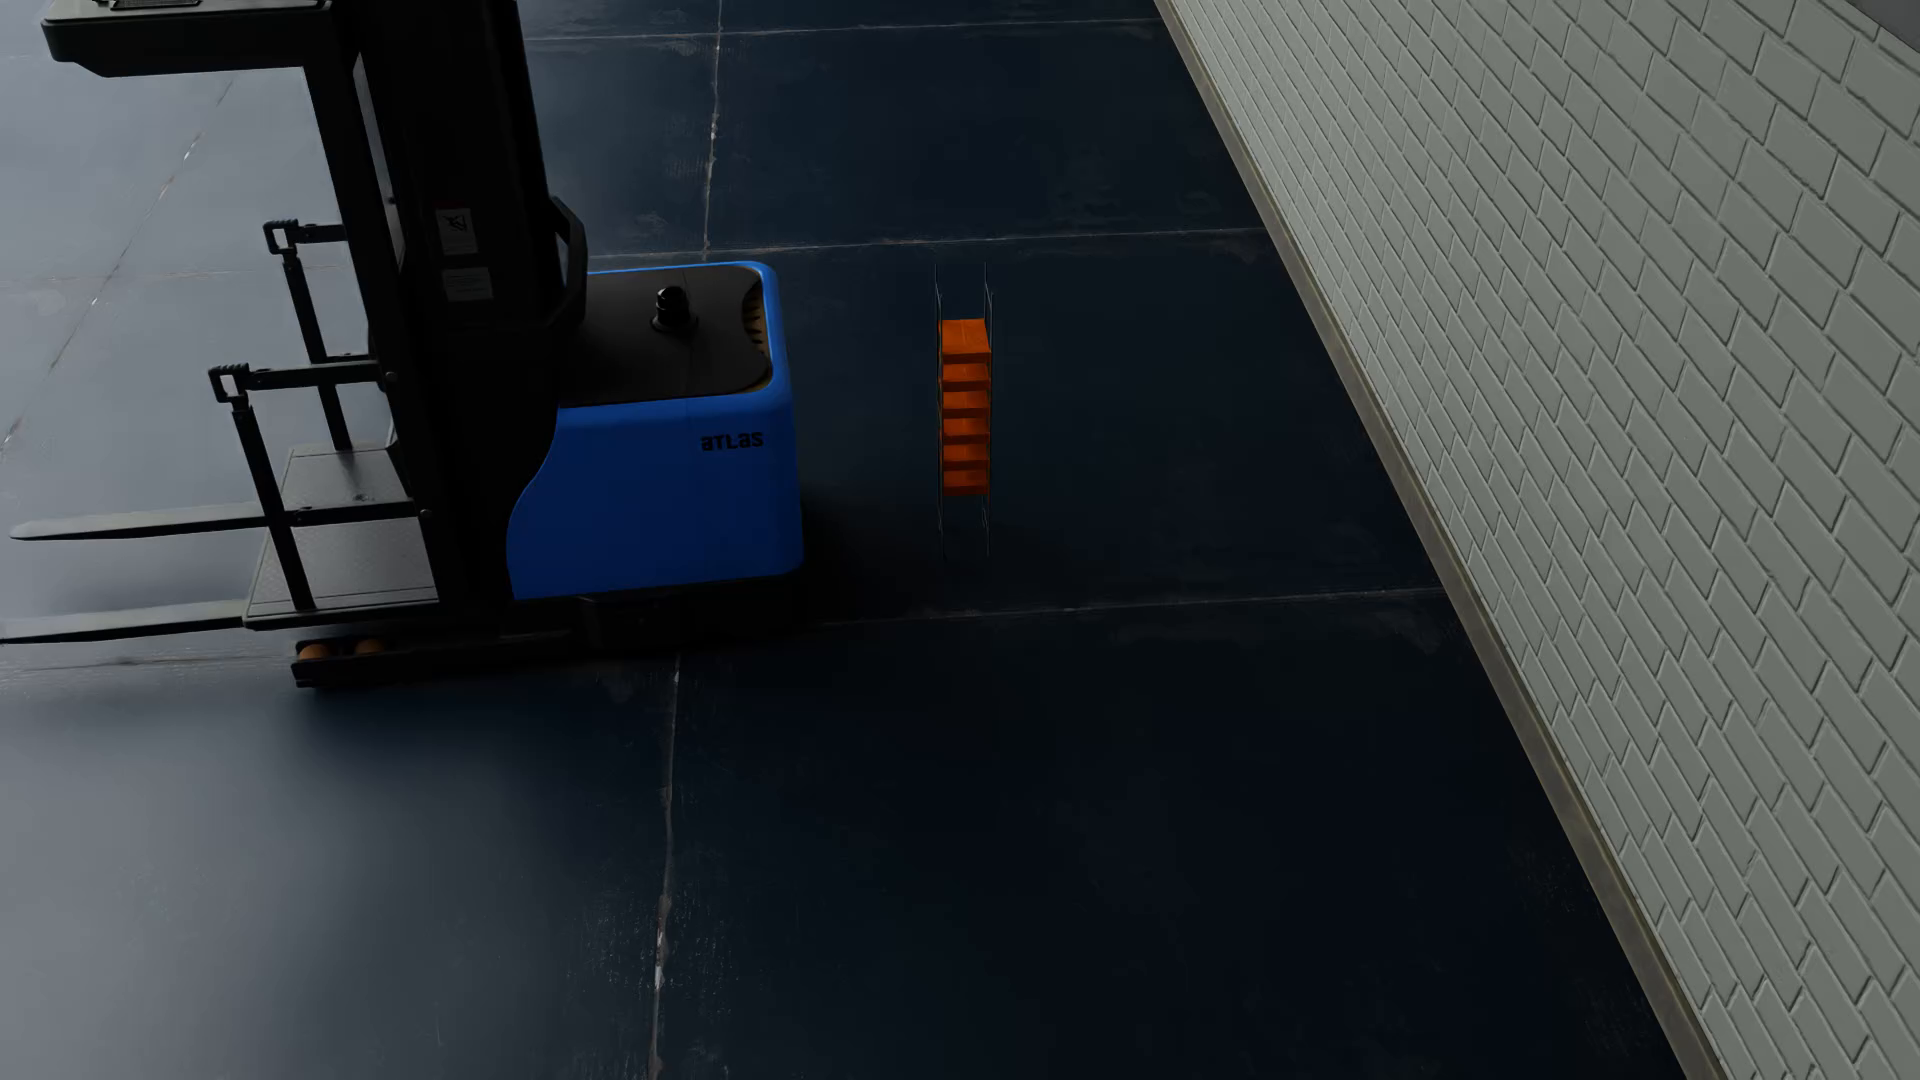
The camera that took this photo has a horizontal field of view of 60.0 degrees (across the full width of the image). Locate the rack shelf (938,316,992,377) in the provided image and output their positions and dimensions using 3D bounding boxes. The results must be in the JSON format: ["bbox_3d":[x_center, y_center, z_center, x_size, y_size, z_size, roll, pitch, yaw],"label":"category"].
[{"bbox_3d":[0.014,-0.720,6.184,0.180,0.103,0.258,-3,38,-4],"label":"rack shelf"}]

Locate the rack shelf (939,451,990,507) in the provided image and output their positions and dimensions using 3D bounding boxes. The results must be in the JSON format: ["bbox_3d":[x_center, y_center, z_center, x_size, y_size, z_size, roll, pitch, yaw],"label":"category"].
[{"bbox_3d":[0.014,-0.249,6.556,0.180,0.103,0.258,-3,38,-4],"label":"rack shelf"}]

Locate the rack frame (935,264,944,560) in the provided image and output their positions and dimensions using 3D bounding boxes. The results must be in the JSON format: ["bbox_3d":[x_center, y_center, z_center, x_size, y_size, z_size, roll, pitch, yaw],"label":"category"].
[{"bbox_3d":[-0.077,-0.467,6.373,0.006,1.200,0.240,-3,38,-4],"label":"rack frame"}]

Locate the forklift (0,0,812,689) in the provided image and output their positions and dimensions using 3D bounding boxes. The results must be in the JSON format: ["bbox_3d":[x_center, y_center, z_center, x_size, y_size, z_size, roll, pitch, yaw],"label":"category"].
[{"bbox_3d":[-2.125,-0.960,5.601,3.031,2.935,1.130,-5,39,-7],"label":"forklift"}]

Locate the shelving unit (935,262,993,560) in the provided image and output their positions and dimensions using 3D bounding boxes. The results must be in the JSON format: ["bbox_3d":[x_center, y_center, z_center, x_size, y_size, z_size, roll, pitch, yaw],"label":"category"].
[{"bbox_3d":[0.014,-0.472,6.379,0.189,1.200,0.258,-3,38,-4],"label":"shelving unit"}]

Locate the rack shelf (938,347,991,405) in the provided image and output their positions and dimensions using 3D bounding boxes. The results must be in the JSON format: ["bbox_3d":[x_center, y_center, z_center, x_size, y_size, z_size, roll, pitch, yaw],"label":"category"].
[{"bbox_3d":[0.014,-0.625,6.258,0.180,0.103,0.258,-3,38,-4],"label":"rack shelf"}]

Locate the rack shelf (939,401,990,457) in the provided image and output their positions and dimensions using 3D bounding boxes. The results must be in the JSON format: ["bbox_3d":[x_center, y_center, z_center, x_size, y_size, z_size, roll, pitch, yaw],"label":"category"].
[{"bbox_3d":[0.014,-0.437,6.407,0.180,0.103,0.258,-3,38,-4],"label":"rack shelf"}]

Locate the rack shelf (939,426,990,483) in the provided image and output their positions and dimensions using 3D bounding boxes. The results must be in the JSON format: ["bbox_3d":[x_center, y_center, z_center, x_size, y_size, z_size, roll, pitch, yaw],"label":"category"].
[{"bbox_3d":[0.014,-0.343,6.481,0.180,0.103,0.258,-3,38,-4],"label":"rack shelf"}]

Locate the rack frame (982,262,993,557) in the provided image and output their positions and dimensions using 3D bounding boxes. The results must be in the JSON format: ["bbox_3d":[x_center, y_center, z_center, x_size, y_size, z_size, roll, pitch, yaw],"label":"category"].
[{"bbox_3d":[0.106,-0.477,6.386,0.006,1.200,0.240,-3,38,-4],"label":"rack frame"}]

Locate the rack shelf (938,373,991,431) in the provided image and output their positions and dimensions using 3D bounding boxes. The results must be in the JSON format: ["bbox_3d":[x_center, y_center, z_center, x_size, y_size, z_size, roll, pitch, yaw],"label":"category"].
[{"bbox_3d":[0.014,-0.531,6.333,0.180,0.103,0.258,-3,38,-4],"label":"rack shelf"}]
